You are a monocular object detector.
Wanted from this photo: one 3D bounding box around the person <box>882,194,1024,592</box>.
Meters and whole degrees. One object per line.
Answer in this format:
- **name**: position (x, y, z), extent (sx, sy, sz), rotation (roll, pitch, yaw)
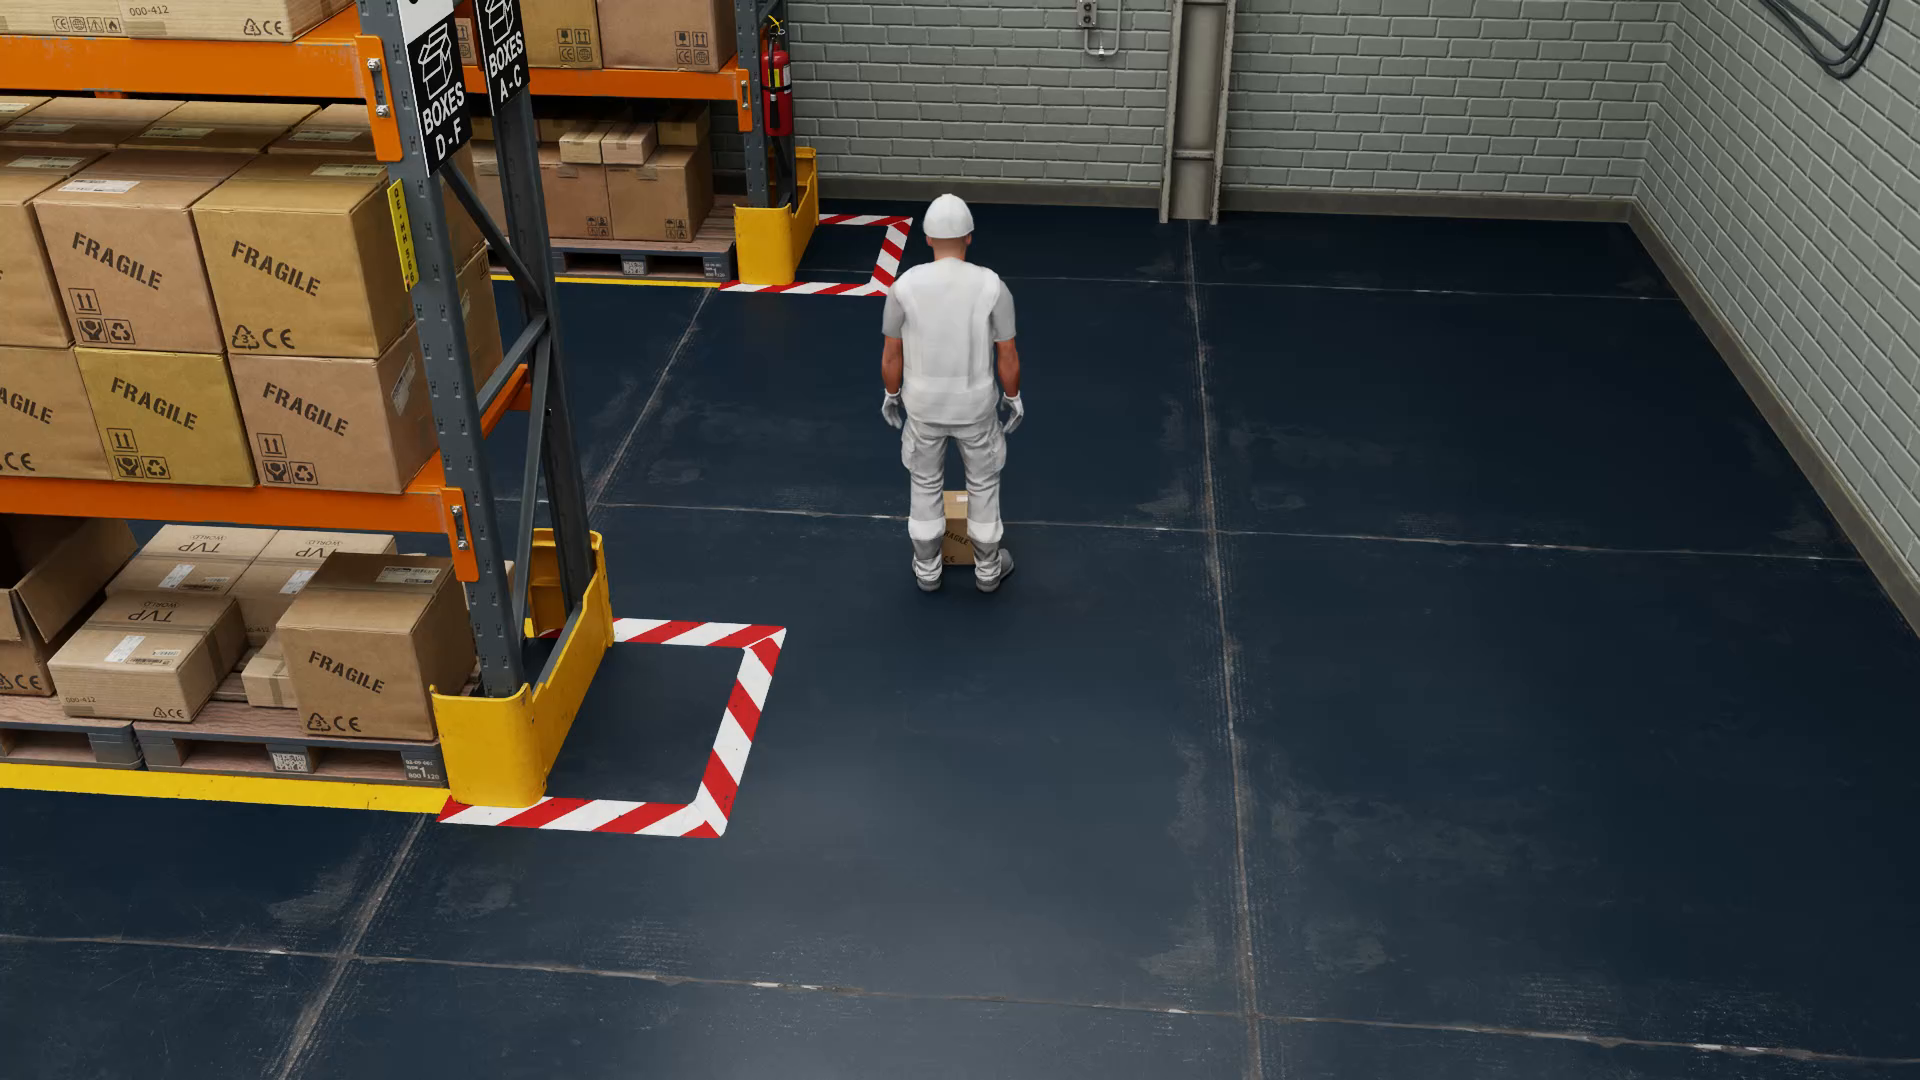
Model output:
- **person**: position (-0.032, -0.587, 7.072), extent (0.609, 1.780, 0.448), rotation (3, 32, 4)
